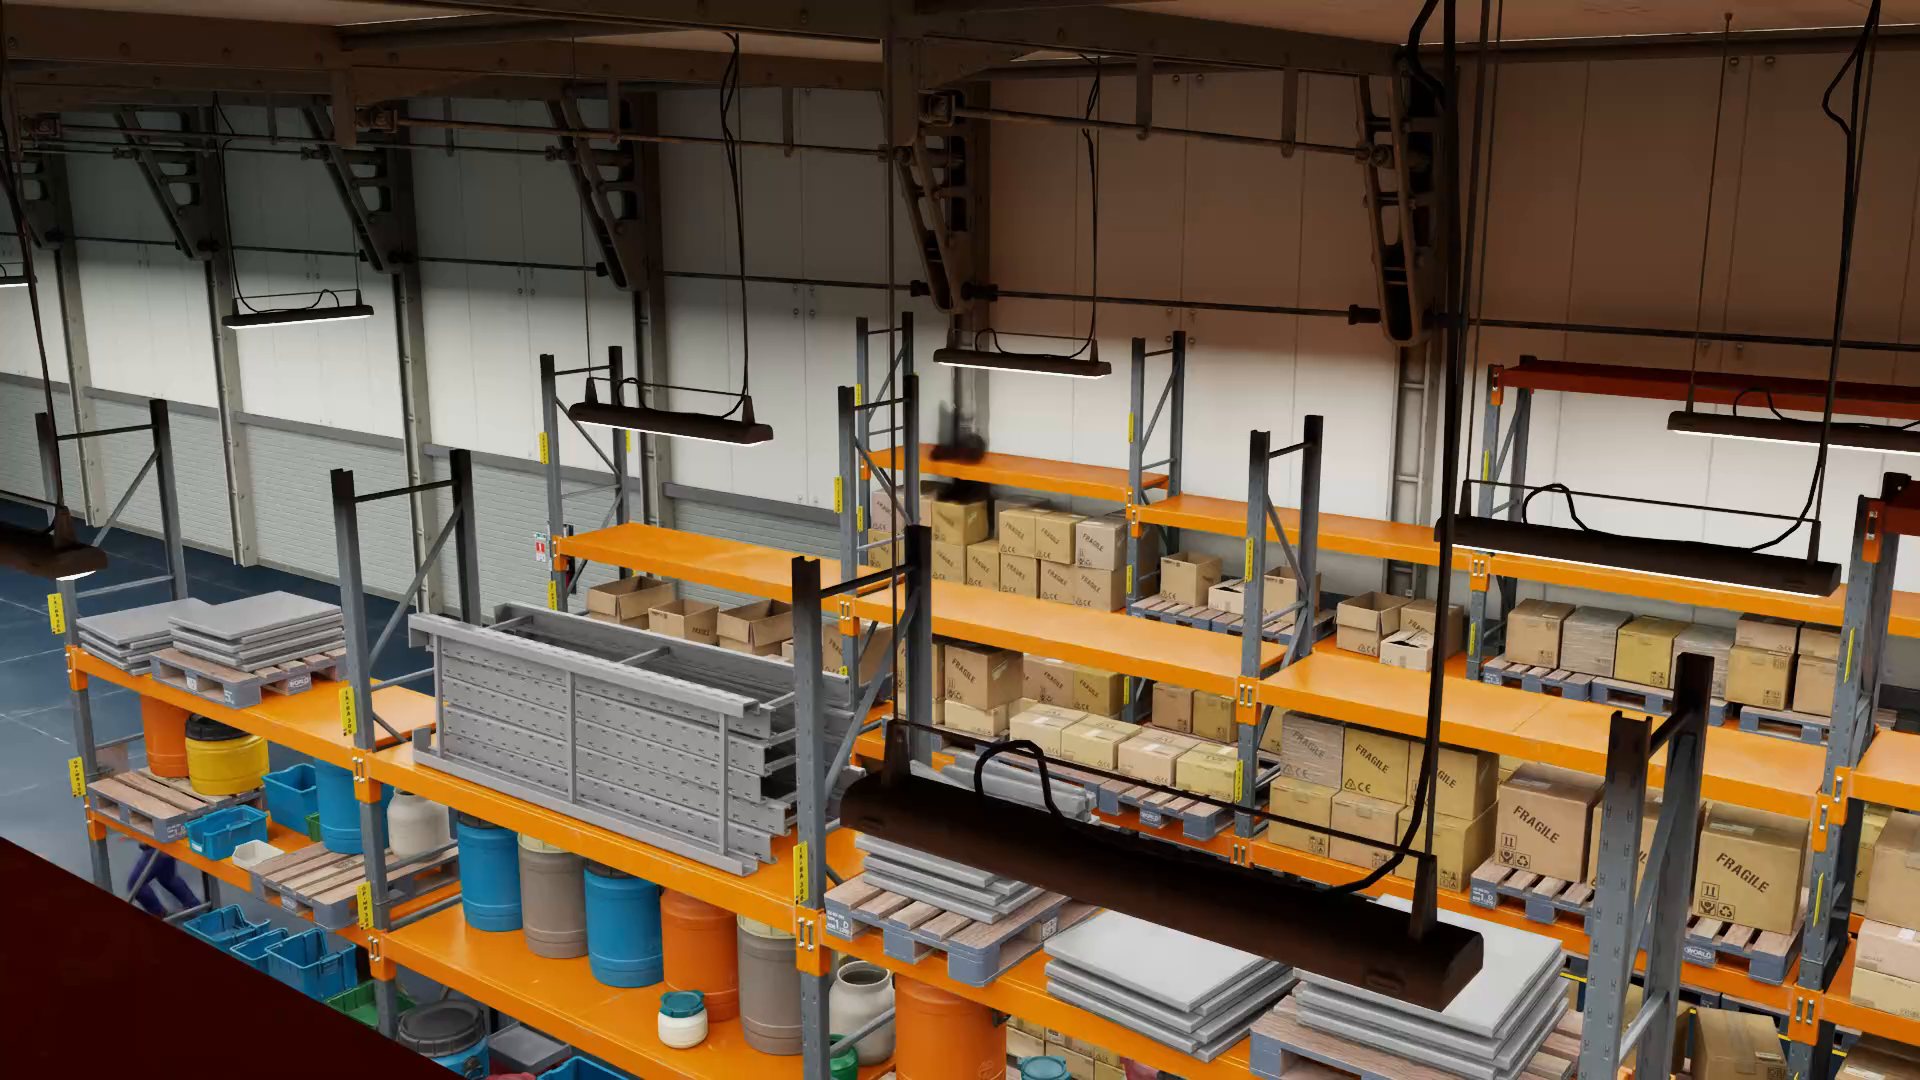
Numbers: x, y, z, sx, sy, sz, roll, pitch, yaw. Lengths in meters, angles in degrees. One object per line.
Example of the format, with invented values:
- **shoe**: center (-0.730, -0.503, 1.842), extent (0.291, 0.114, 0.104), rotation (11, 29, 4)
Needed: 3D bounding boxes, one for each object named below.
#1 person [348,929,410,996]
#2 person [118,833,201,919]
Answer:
- **person**: center (-5.499, 3.711, 15.475), extent (0.587, 1.714, 0.697), rotation (8, 15, 31)
- **person**: center (-8.434, 3.300, 17.488), extent (0.720, 1.676, 0.561), rotation (-6, 14, -22)
